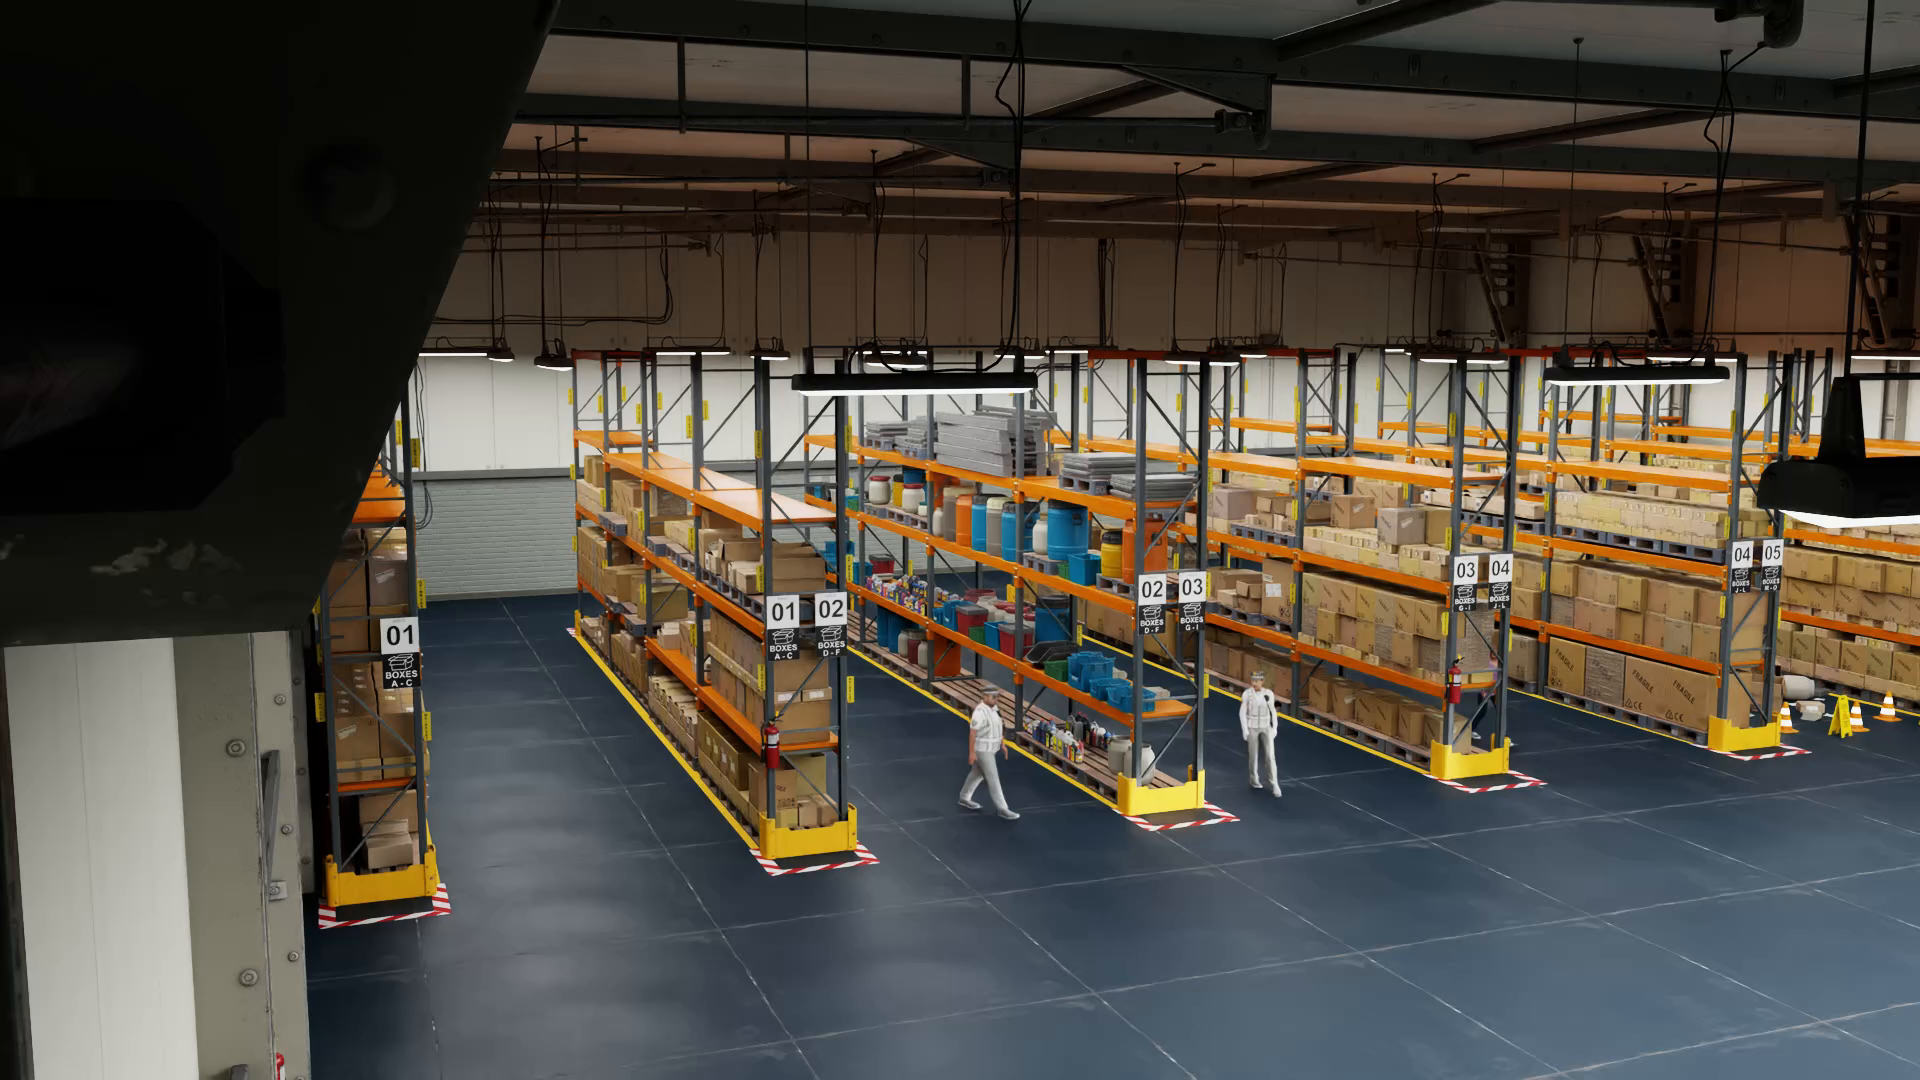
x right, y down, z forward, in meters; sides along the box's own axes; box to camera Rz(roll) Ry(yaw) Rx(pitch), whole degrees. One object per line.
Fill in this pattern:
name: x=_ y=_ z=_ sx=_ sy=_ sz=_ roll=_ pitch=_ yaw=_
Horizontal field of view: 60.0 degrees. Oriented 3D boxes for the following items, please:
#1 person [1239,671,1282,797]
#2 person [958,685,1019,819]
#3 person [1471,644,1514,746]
person: x=4.168 y=2.651 z=23.040 sx=0.591 sy=1.690 sz=0.615 roll=1 pitch=7 yaw=9
person: x=0.400 y=2.747 z=21.873 sx=0.982 sy=1.701 sz=0.568 roll=3 pitch=8 yaw=22
person: x=8.204 y=2.371 z=25.677 sx=0.450 sy=1.547 sz=0.839 roll=-2 pitch=7 yaw=-14
